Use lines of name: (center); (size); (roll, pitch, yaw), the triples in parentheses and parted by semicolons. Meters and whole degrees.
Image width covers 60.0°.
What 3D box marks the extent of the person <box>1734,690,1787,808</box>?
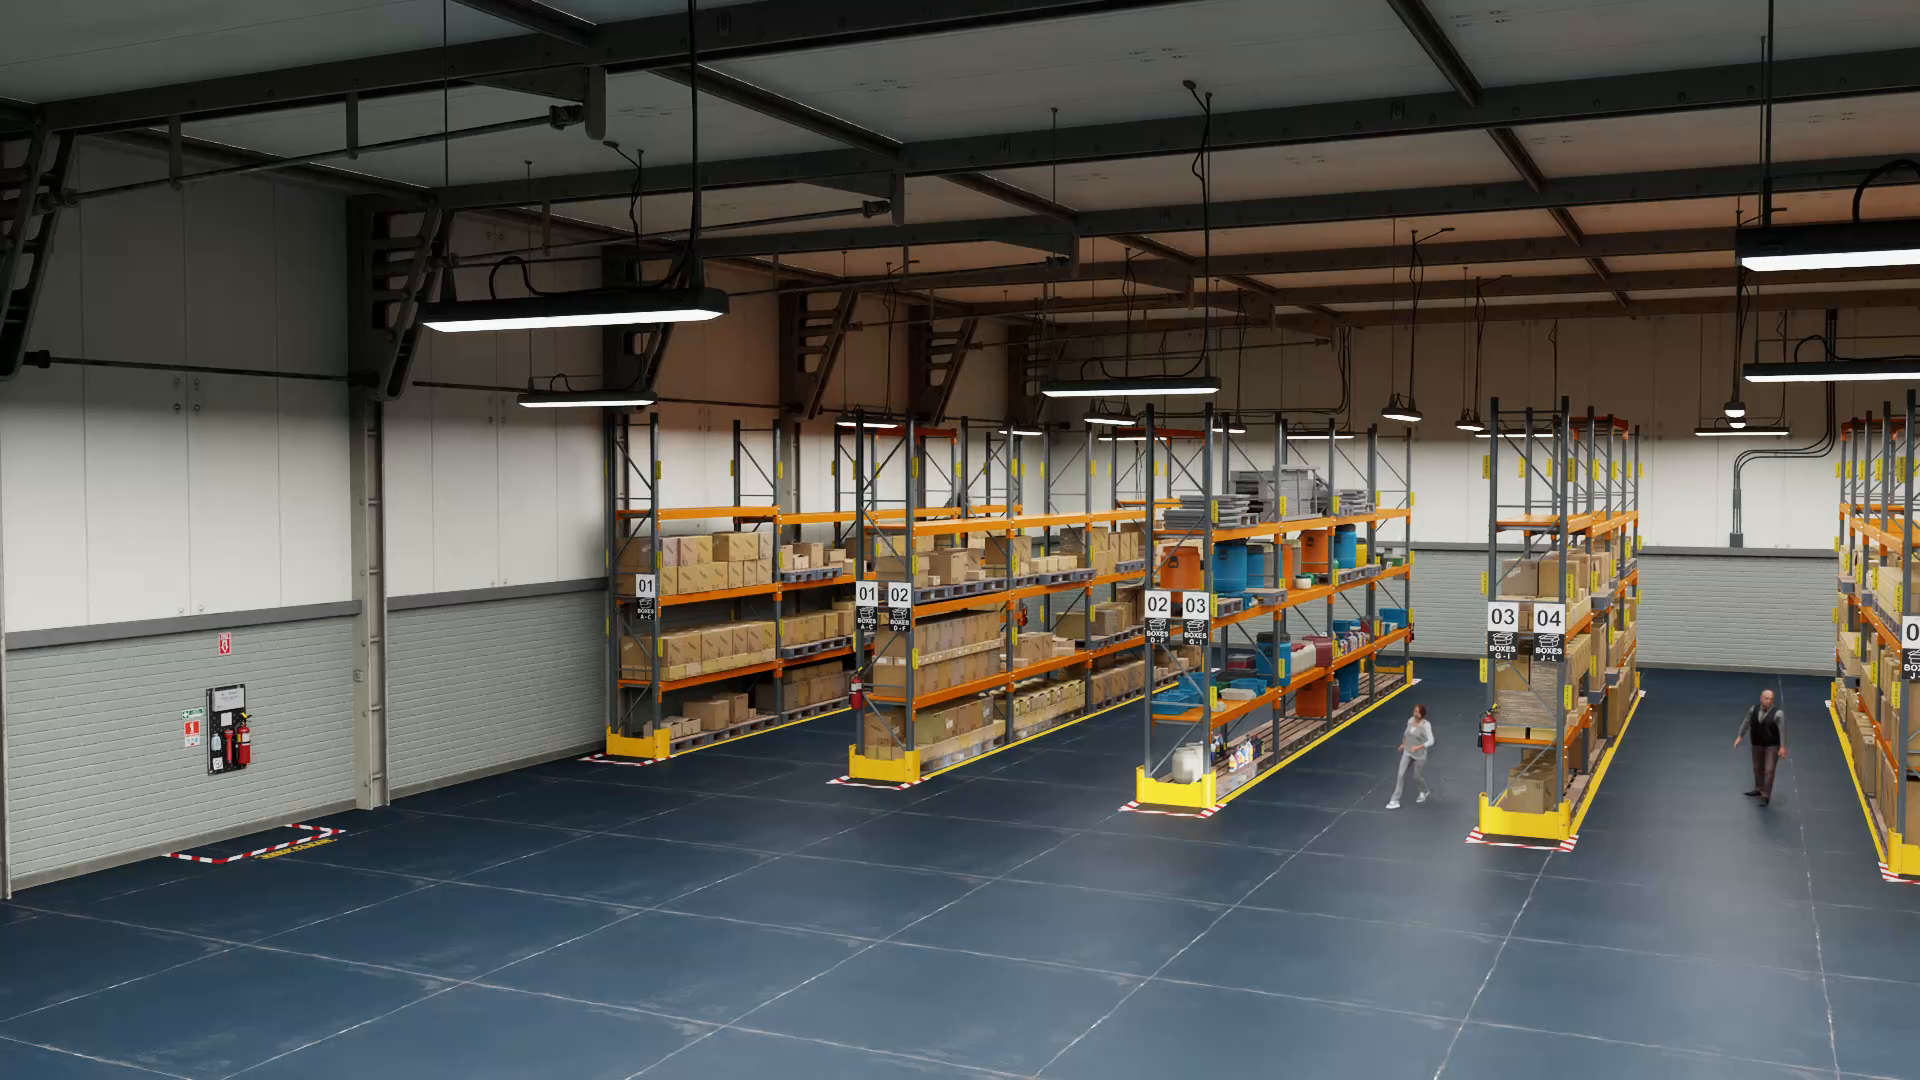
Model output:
person: (12.075, 3.093, 25.040); (0.750, 1.694, 0.697); (-2, 3, -36)

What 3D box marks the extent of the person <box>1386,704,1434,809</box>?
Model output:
person: (6.693, 3.157, 24.404); (0.582, 1.534, 0.940); (2, 3, 45)
